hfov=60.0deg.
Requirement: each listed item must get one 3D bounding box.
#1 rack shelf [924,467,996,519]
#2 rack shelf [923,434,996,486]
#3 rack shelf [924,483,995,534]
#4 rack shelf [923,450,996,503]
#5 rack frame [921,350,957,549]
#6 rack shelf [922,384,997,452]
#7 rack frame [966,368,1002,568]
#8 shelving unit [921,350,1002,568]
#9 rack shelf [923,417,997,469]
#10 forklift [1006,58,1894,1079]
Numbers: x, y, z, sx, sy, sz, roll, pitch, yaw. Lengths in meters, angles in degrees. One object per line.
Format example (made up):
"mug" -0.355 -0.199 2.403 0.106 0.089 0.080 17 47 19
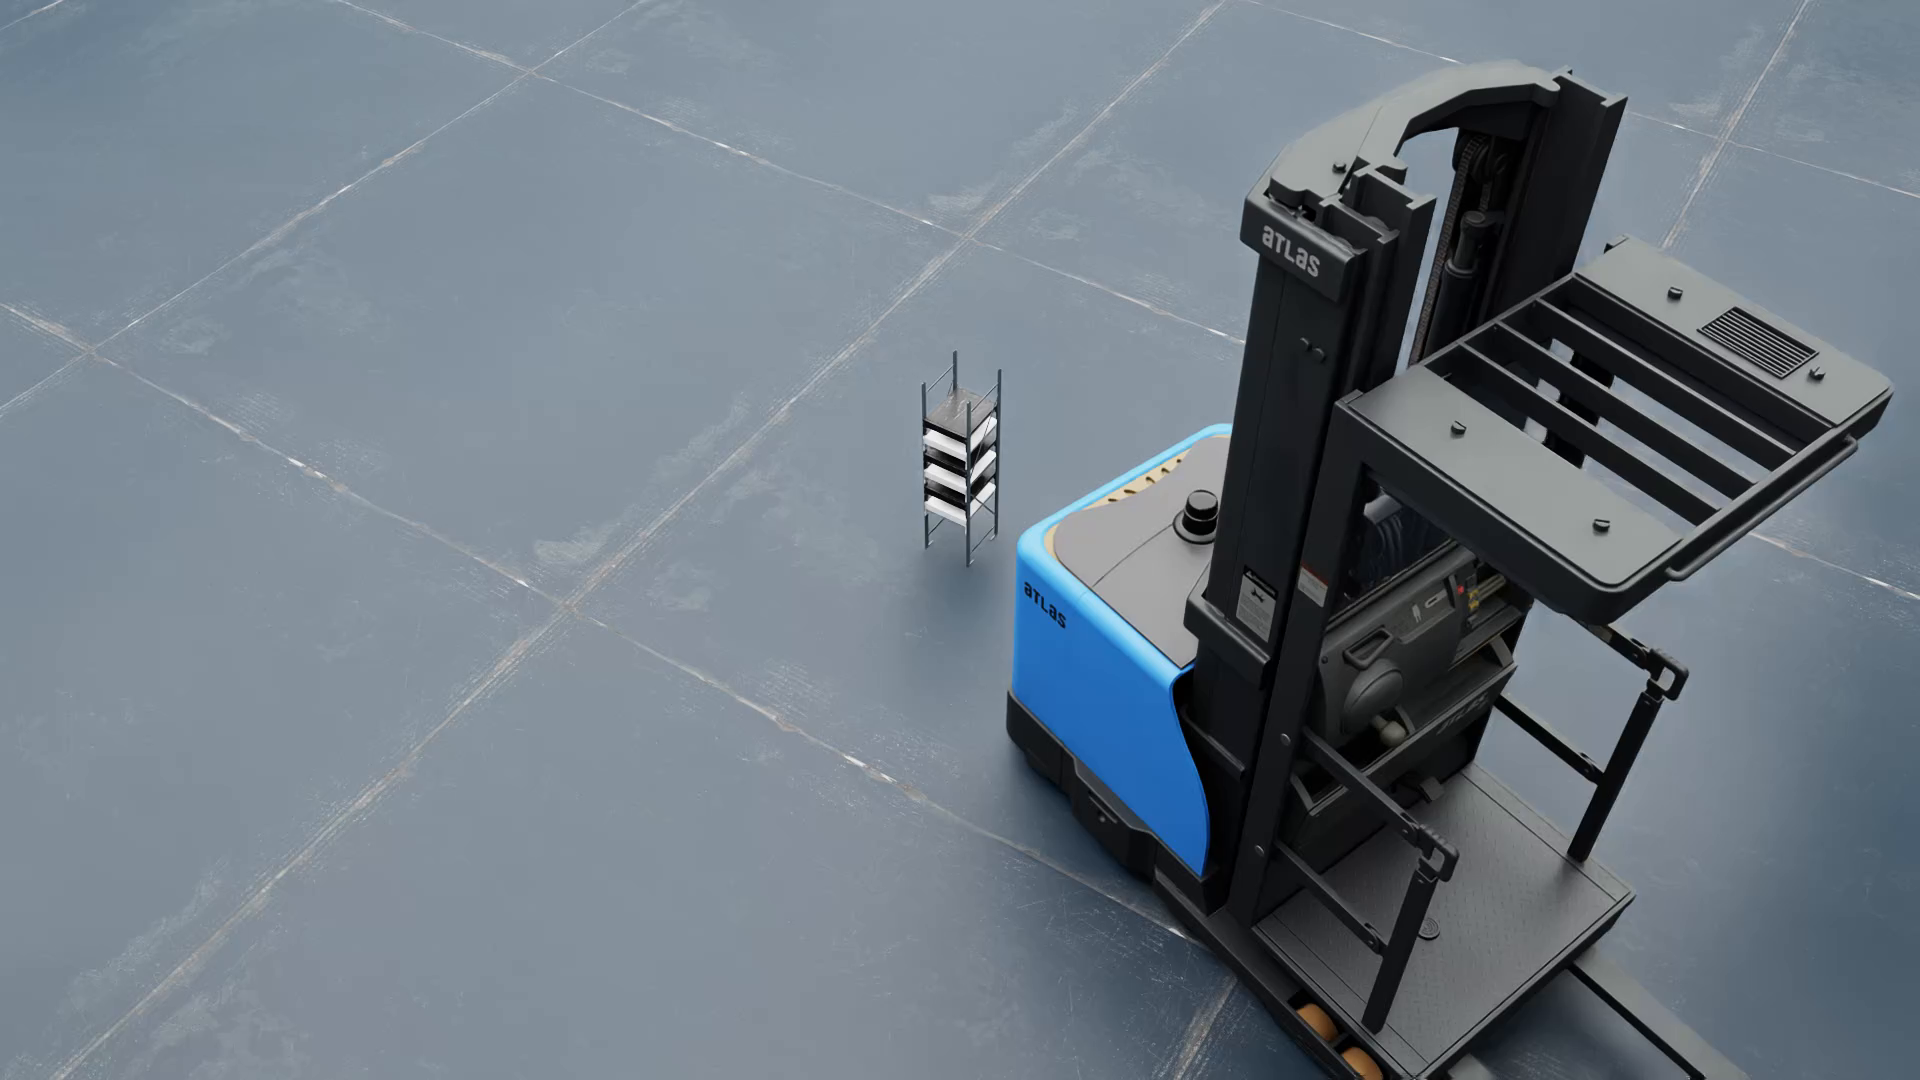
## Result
"rack shelf" 0.007 -0.225 6.734 0.200 0.077 0.258 25 51 22
"rack shelf" 0.007 -0.350 6.605 0.200 0.077 0.258 25 51 22
"rack shelf" 0.007 -0.162 6.799 0.200 0.077 0.258 25 51 22
"rack shelf" 0.007 -0.287 6.670 0.200 0.077 0.258 25 51 22
"rack frame" -0.079 -0.350 6.684 0.006 0.900 0.240 25 51 22
"rack shelf" 0.007 -0.475 6.476 0.200 0.077 0.258 25 51 22
"rack frame" 0.092 -0.271 6.608 0.006 0.900 0.240 25 51 22
"shelving unit" 0.007 -0.310 6.646 0.210 0.900 0.258 25 51 22
"rack shelf" 0.007 -0.413 6.541 0.200 0.077 0.258 25 51 22
"forklift" 1.473 0.335 4.603 1.130 2.935 3.031 -29 53 -25
